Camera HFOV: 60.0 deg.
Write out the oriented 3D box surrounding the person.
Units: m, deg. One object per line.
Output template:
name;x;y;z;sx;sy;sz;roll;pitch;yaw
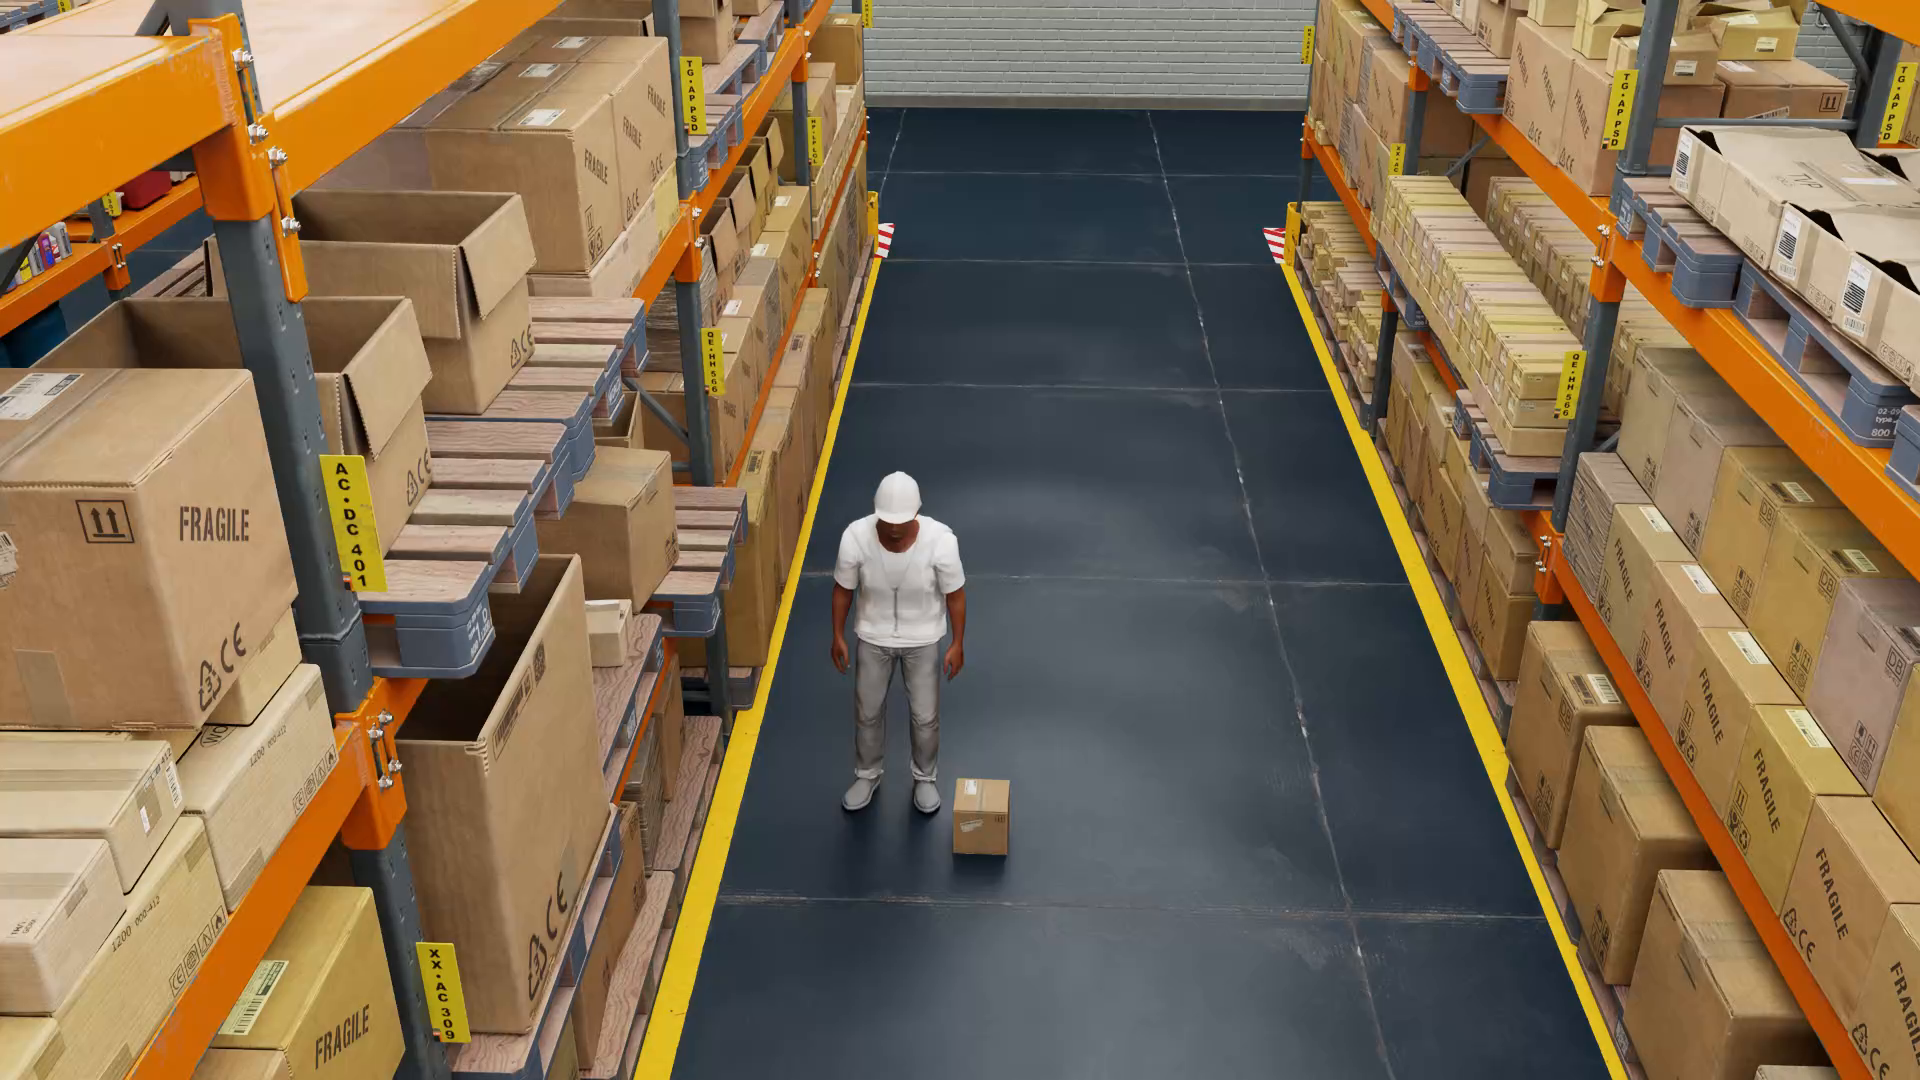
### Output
person;-0.288;0.467;7.716;0.628;1.761;0.456;3;28;5
